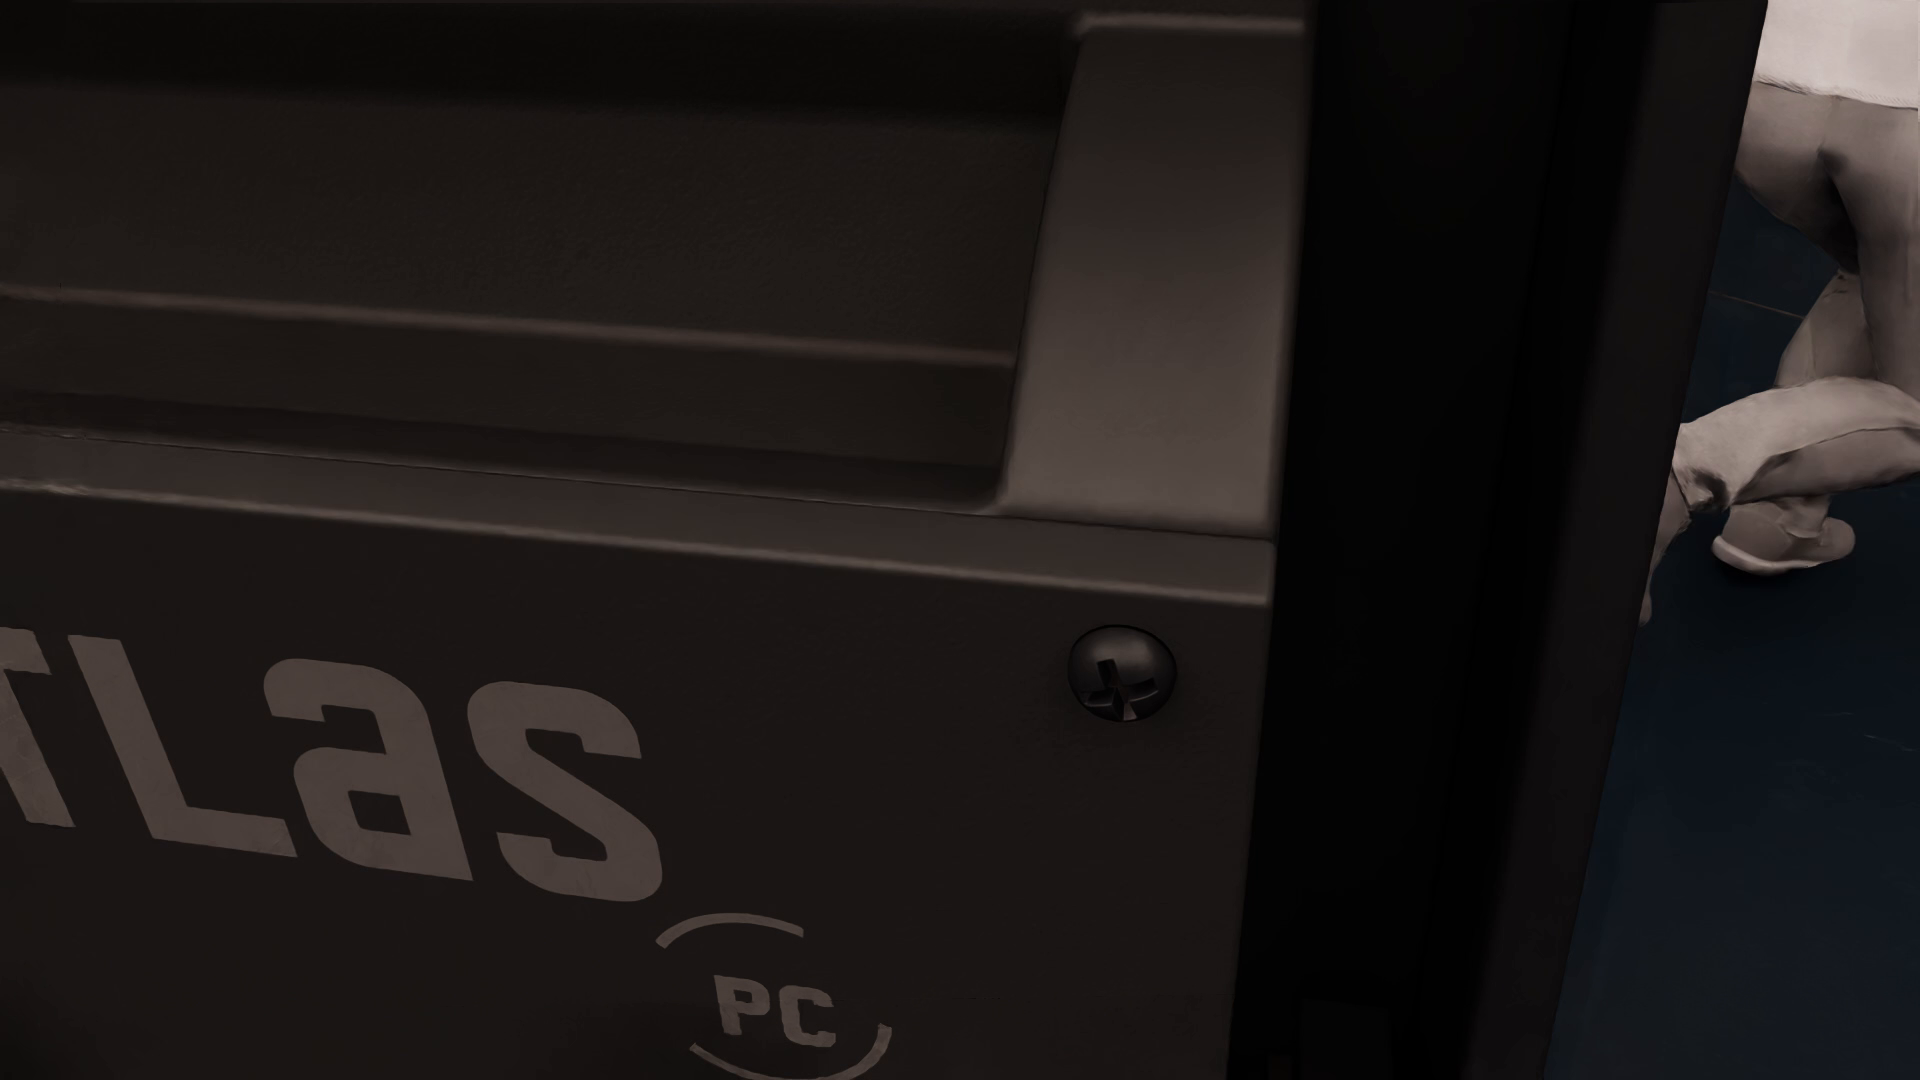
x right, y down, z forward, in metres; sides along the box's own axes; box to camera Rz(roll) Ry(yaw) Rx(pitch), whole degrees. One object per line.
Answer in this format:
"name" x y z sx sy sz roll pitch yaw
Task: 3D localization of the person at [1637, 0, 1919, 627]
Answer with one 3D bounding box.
"person" 1.079 -0.588 2.108 0.775 1.452 0.573 -23 34 -37
